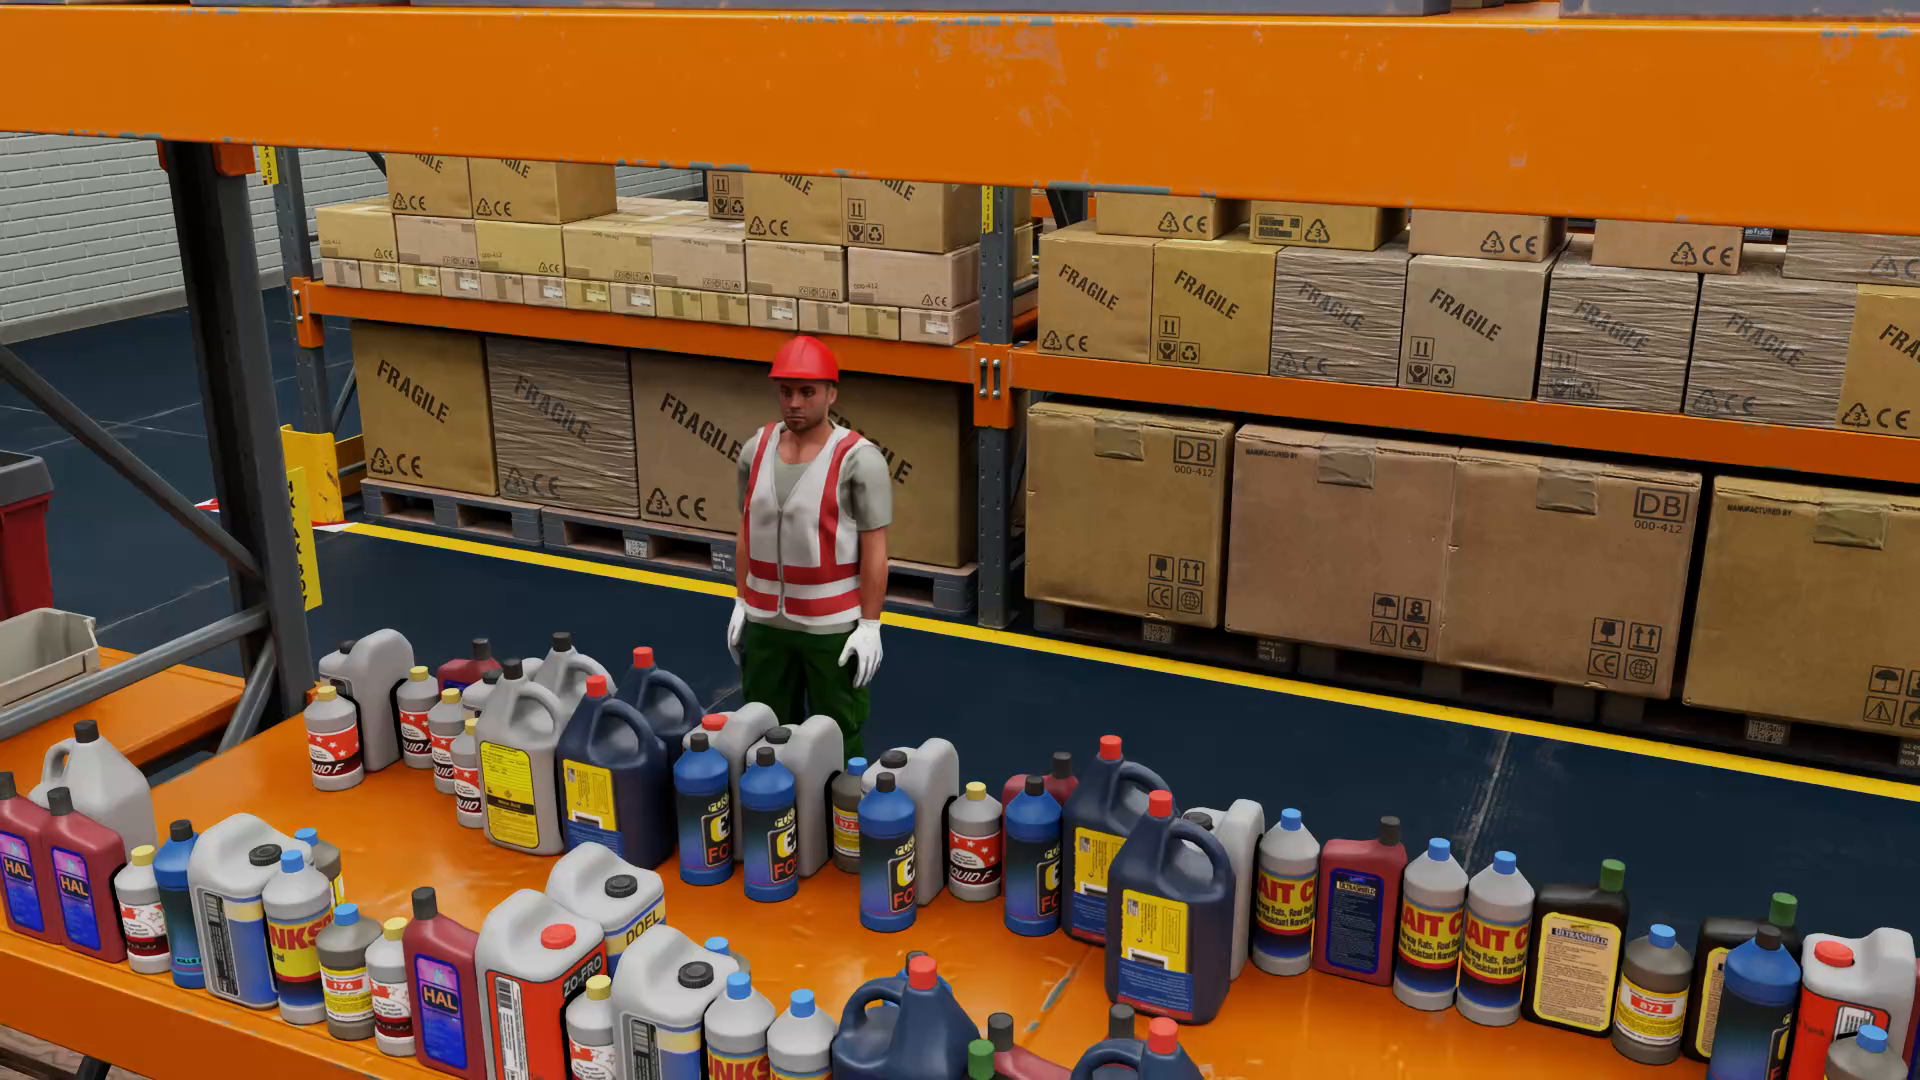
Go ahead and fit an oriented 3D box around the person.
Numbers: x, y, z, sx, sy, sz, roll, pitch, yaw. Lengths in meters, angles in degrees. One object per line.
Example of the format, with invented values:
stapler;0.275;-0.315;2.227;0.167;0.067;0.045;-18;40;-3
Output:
person;-0.483;0.262;5.194;0.539;1.796;0.397;8;21;23
